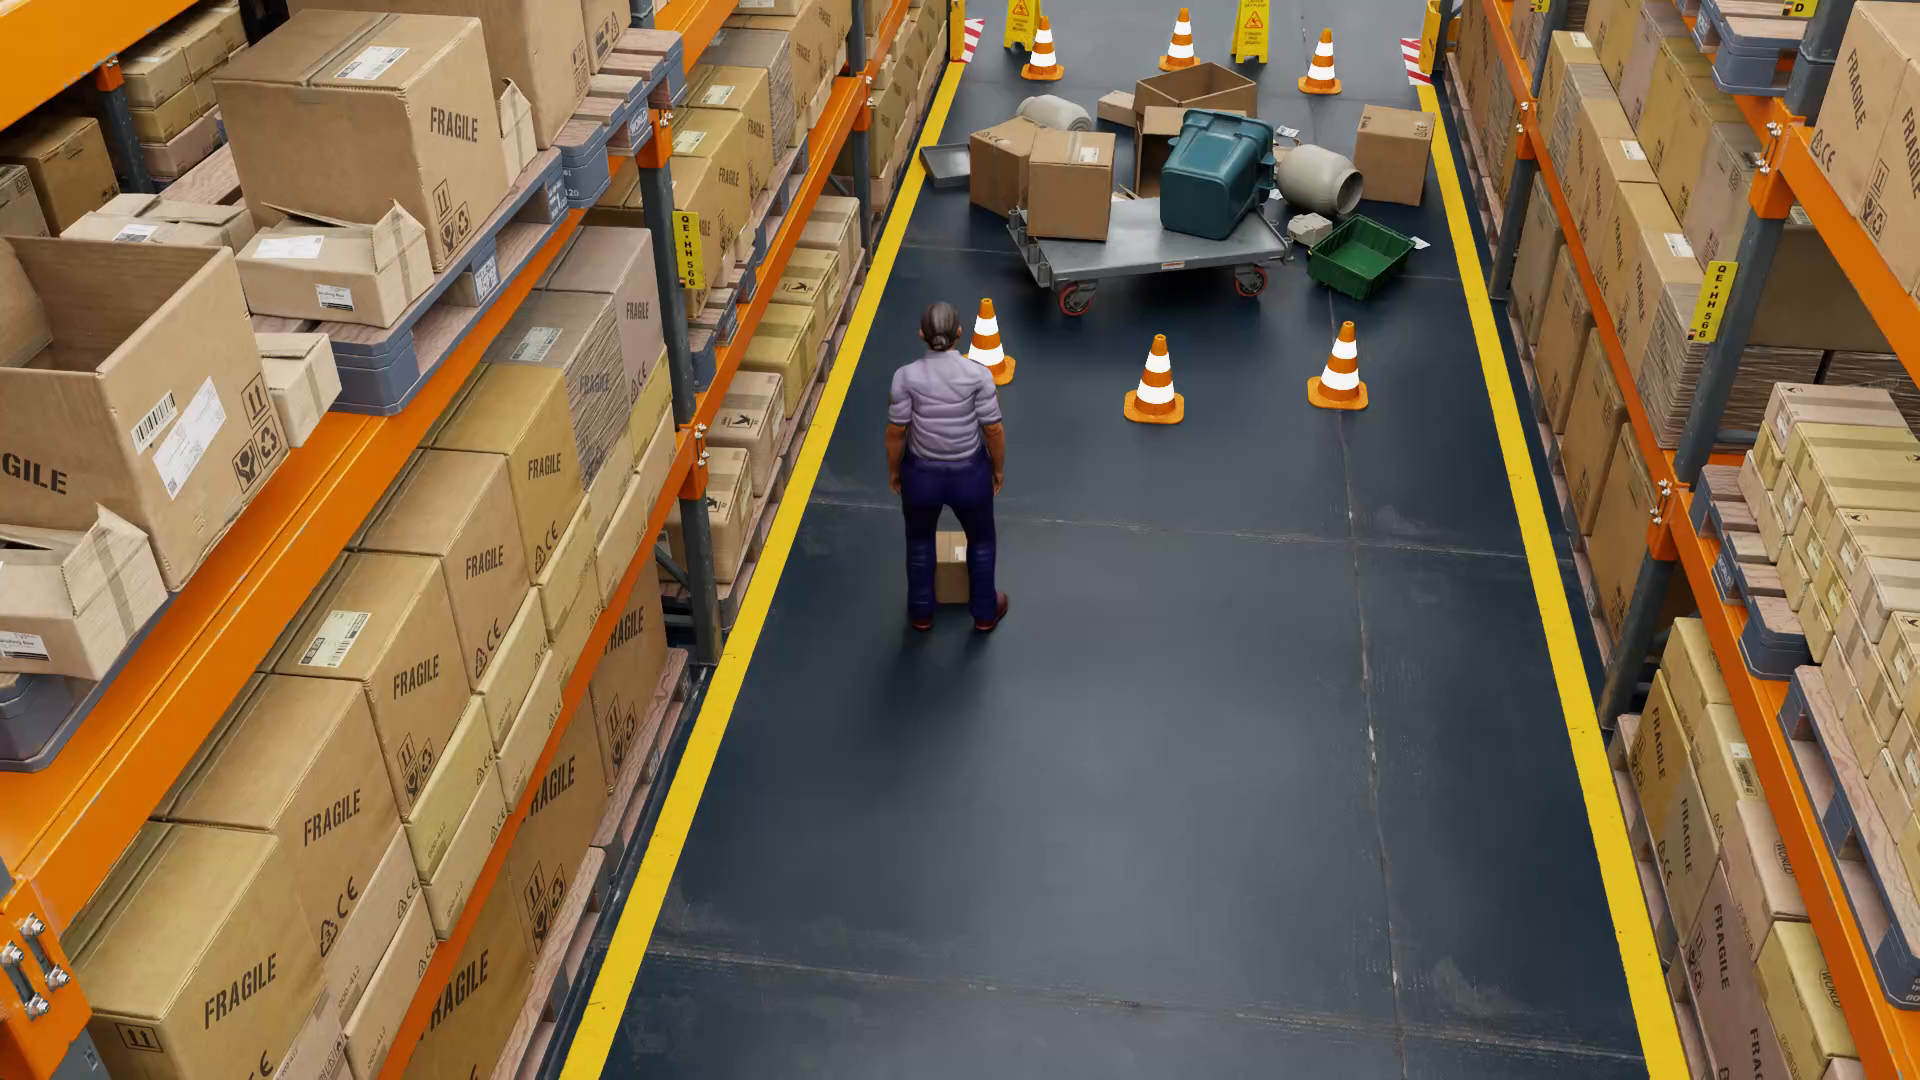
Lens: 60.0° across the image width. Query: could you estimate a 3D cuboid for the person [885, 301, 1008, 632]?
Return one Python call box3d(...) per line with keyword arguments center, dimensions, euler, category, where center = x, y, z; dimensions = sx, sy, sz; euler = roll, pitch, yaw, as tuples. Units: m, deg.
box3d(center=(-0.049, -0.293, 7.443), dimensions=(0.557, 1.650, 0.372), euler=(1, 36, 2), category="person")
